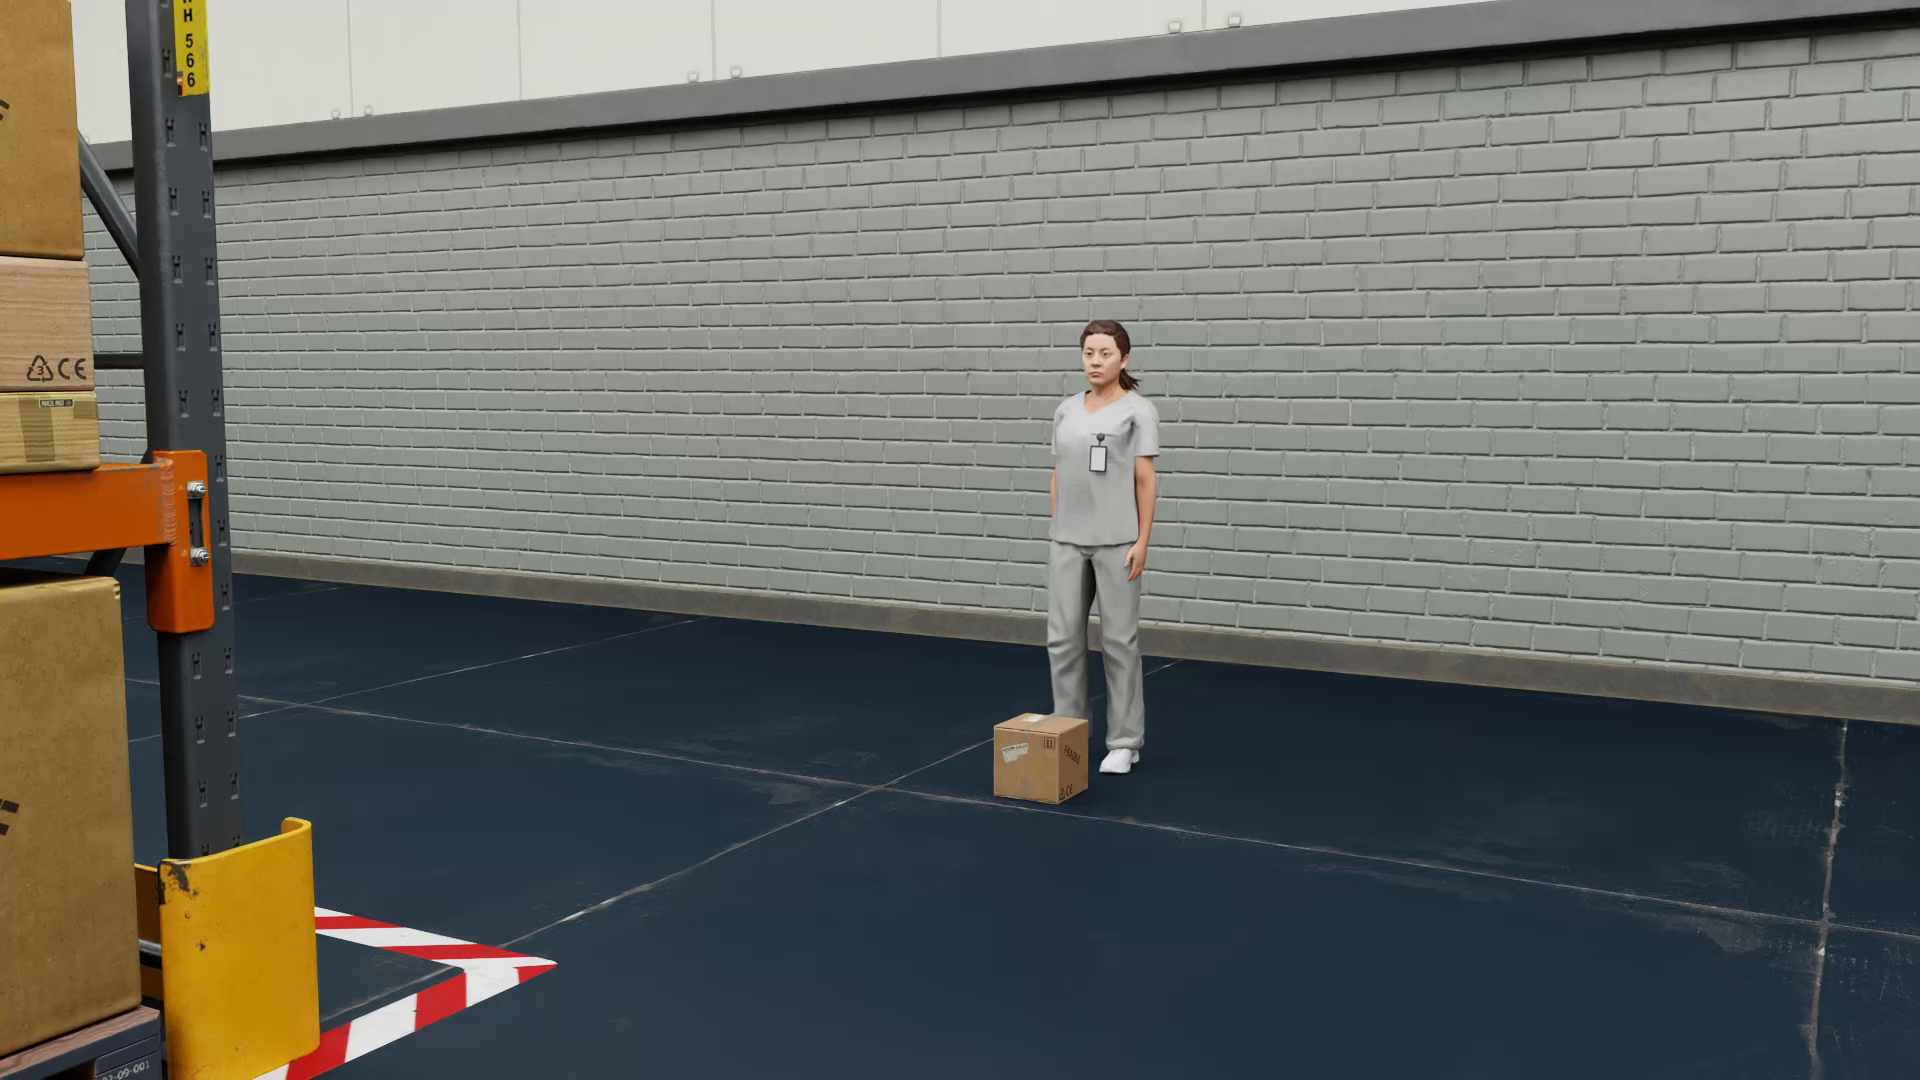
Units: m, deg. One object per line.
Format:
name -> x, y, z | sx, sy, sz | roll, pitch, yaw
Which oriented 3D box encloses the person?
person -> 0.526, 0.019, 6.191 | 0.437, 1.668, 0.365 | 3, 7, 30
